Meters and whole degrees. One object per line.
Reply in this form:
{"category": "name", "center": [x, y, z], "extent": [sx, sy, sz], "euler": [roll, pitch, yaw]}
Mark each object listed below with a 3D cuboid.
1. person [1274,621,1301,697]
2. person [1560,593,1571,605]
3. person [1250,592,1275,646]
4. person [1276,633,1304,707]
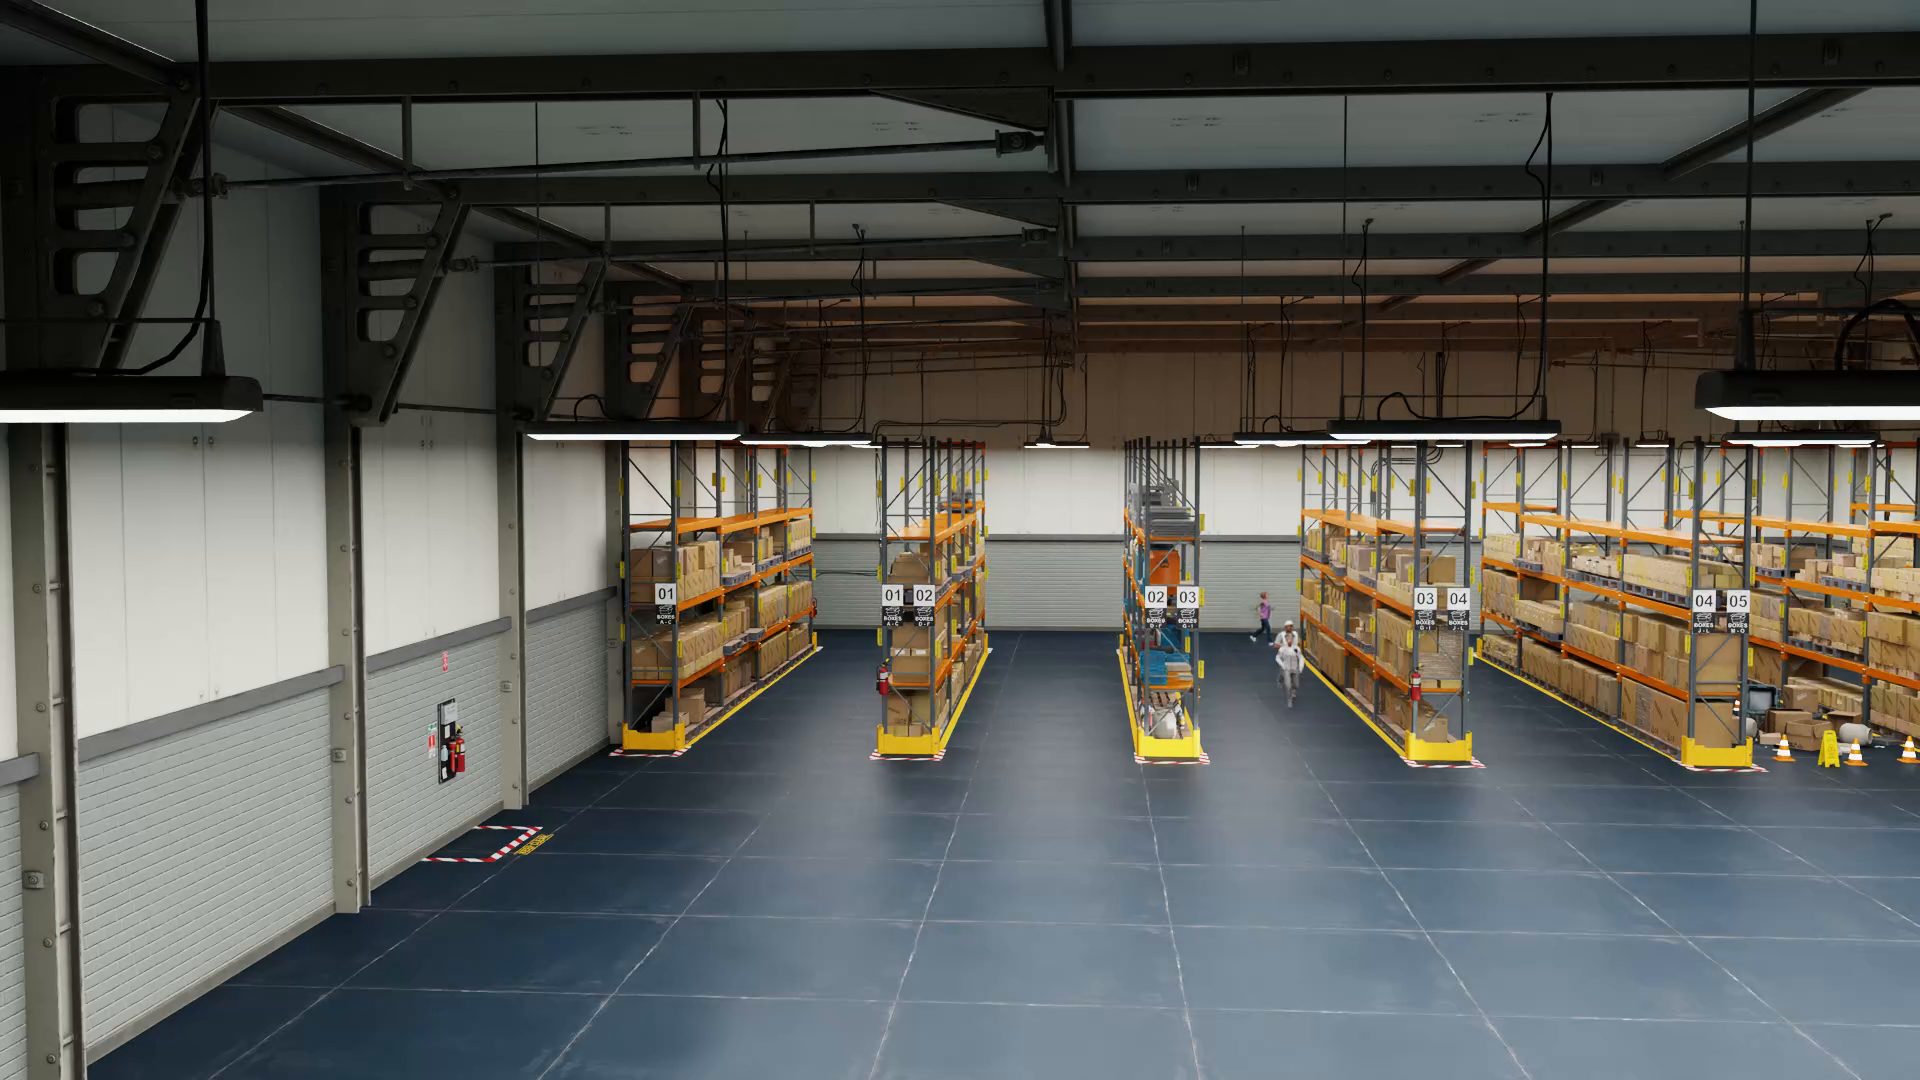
{"category": "person", "center": [7.668, 2.755, 38.891], "extent": [0.692, 1.758, 0.832], "euler": [0, 3, -8]}
{"category": "person", "center": [17.145, 2.371, 47.355], "extent": [0.691, 1.715, 0.587], "euler": [0, 3, -2]}
{"category": "person", "center": [8.915, 2.298, 48.767], "extent": [0.894, 1.583, 0.537], "euler": [2, 3, 29]}
{"category": "person", "center": [7.427, 2.911, 37.449], "extent": [0.639, 1.650, 0.608], "euler": [0, 3, -1]}
